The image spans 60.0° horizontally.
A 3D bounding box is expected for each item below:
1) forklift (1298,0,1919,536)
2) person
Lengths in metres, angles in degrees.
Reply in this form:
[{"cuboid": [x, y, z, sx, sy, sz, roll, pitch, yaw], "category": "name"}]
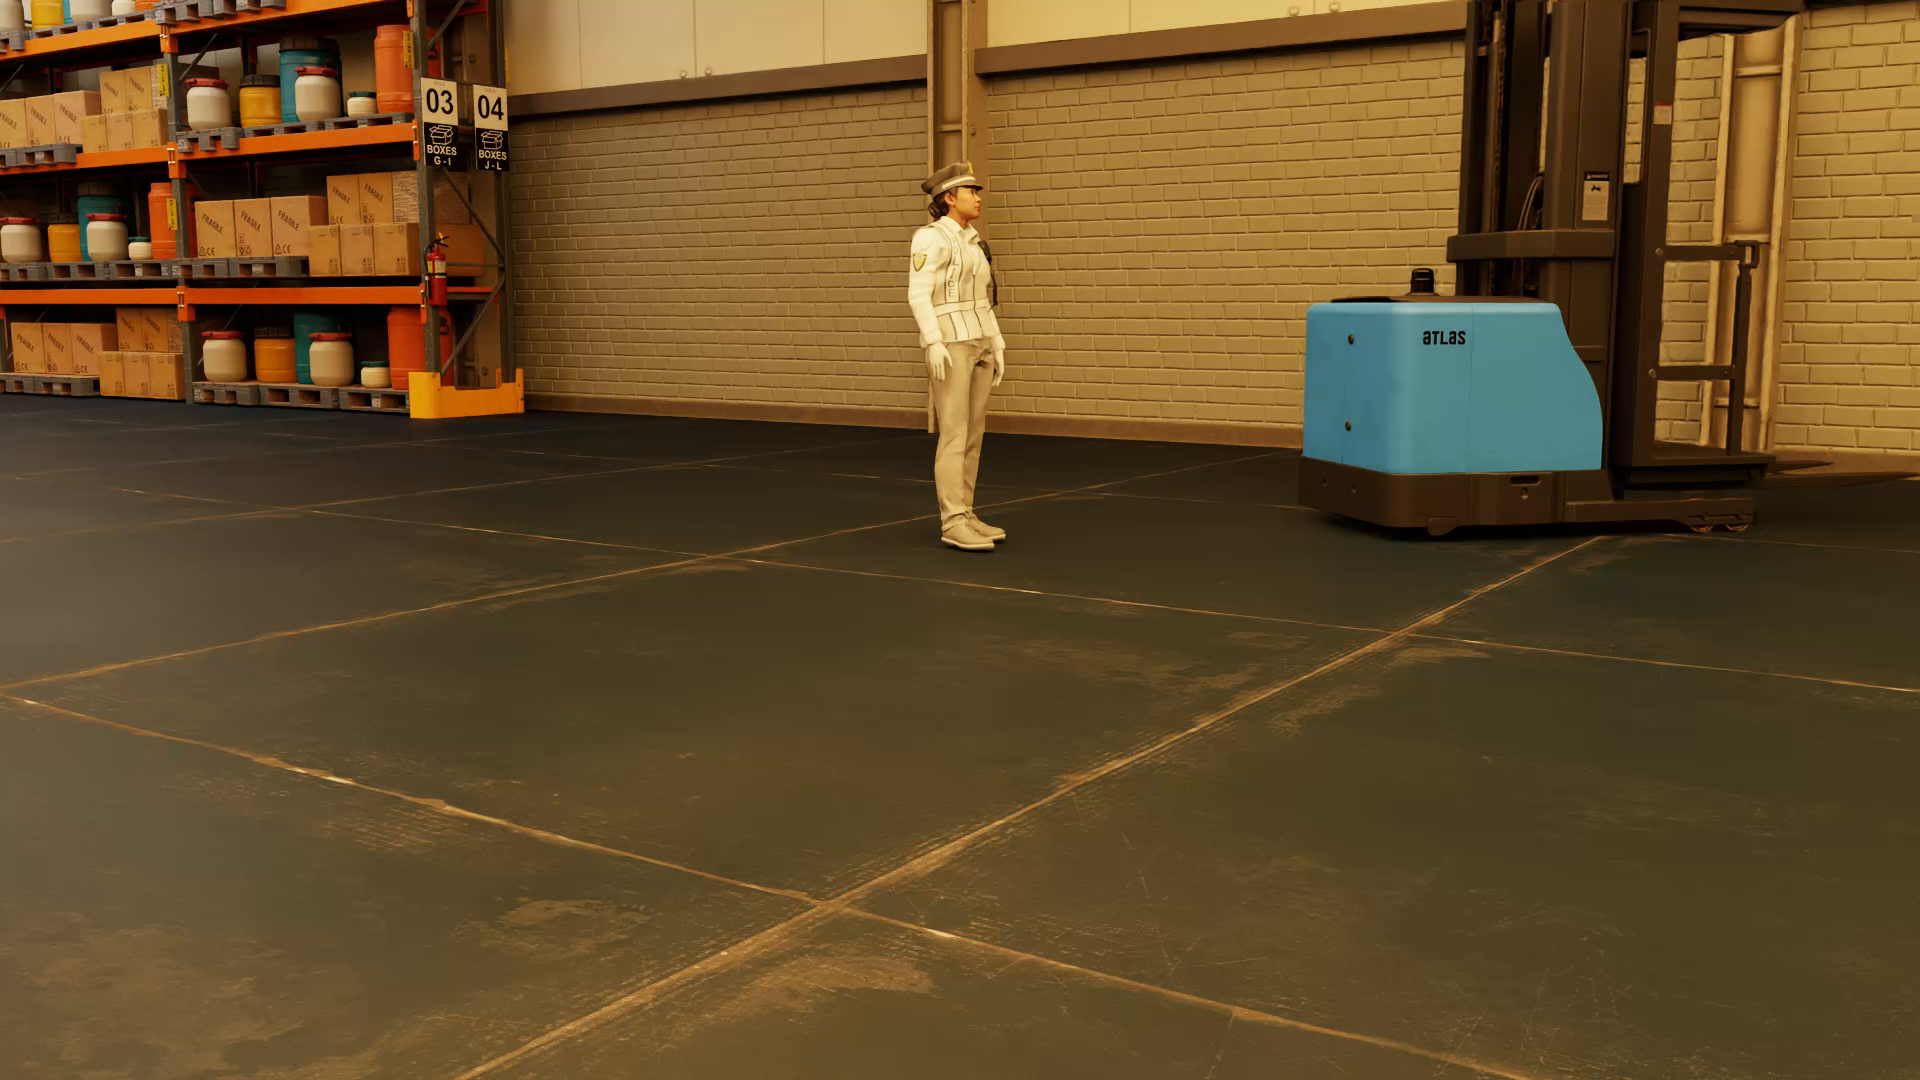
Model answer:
[{"cuboid": [3.281, -1.554, 8.122, 3.031, 2.935, 1.130, -2, 8, -14], "category": "forklift"}, {"cuboid": [0.053, -0.840, 7.439, 0.532, 1.694, 0.586, 5, 10, 34], "category": "person"}]
